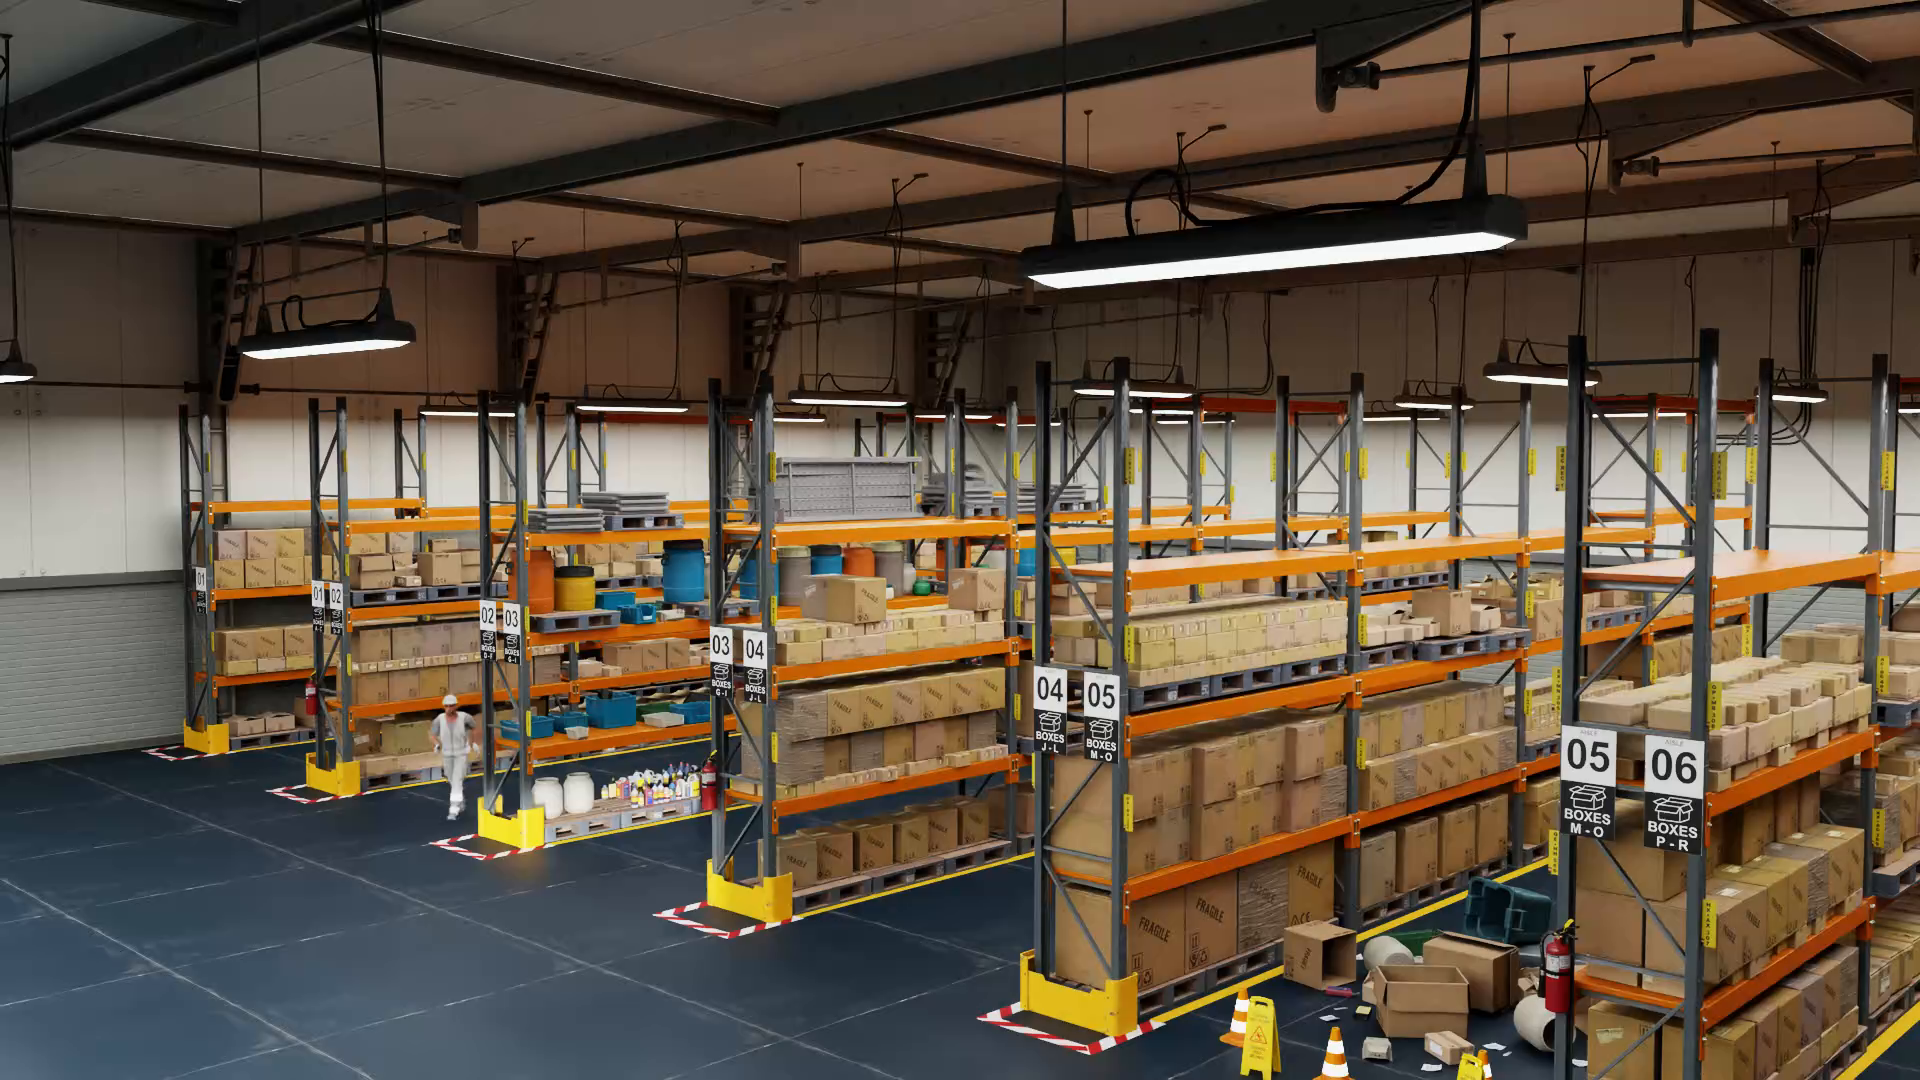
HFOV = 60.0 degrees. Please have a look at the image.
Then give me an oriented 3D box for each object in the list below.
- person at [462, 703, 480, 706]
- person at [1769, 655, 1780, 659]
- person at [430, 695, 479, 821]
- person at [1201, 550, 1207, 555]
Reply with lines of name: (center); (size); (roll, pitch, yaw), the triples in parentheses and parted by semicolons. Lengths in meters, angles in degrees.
person: (-8.967, 2.731, 30.527); (0.592, 1.529, 0.622); (-1, 3, -10)
person: (13.604, 2.365, 27.614); (0.469, 0.900, 0.637); (0, 3, 9)
person: (-2.770, 2.856, 26.471); (9.294, 1.745, 7.225); (0, 3, 0)
person: (8.901, 2.045, 28.904); (11.315, 3.178, 6.863); (1, 3, 19)
